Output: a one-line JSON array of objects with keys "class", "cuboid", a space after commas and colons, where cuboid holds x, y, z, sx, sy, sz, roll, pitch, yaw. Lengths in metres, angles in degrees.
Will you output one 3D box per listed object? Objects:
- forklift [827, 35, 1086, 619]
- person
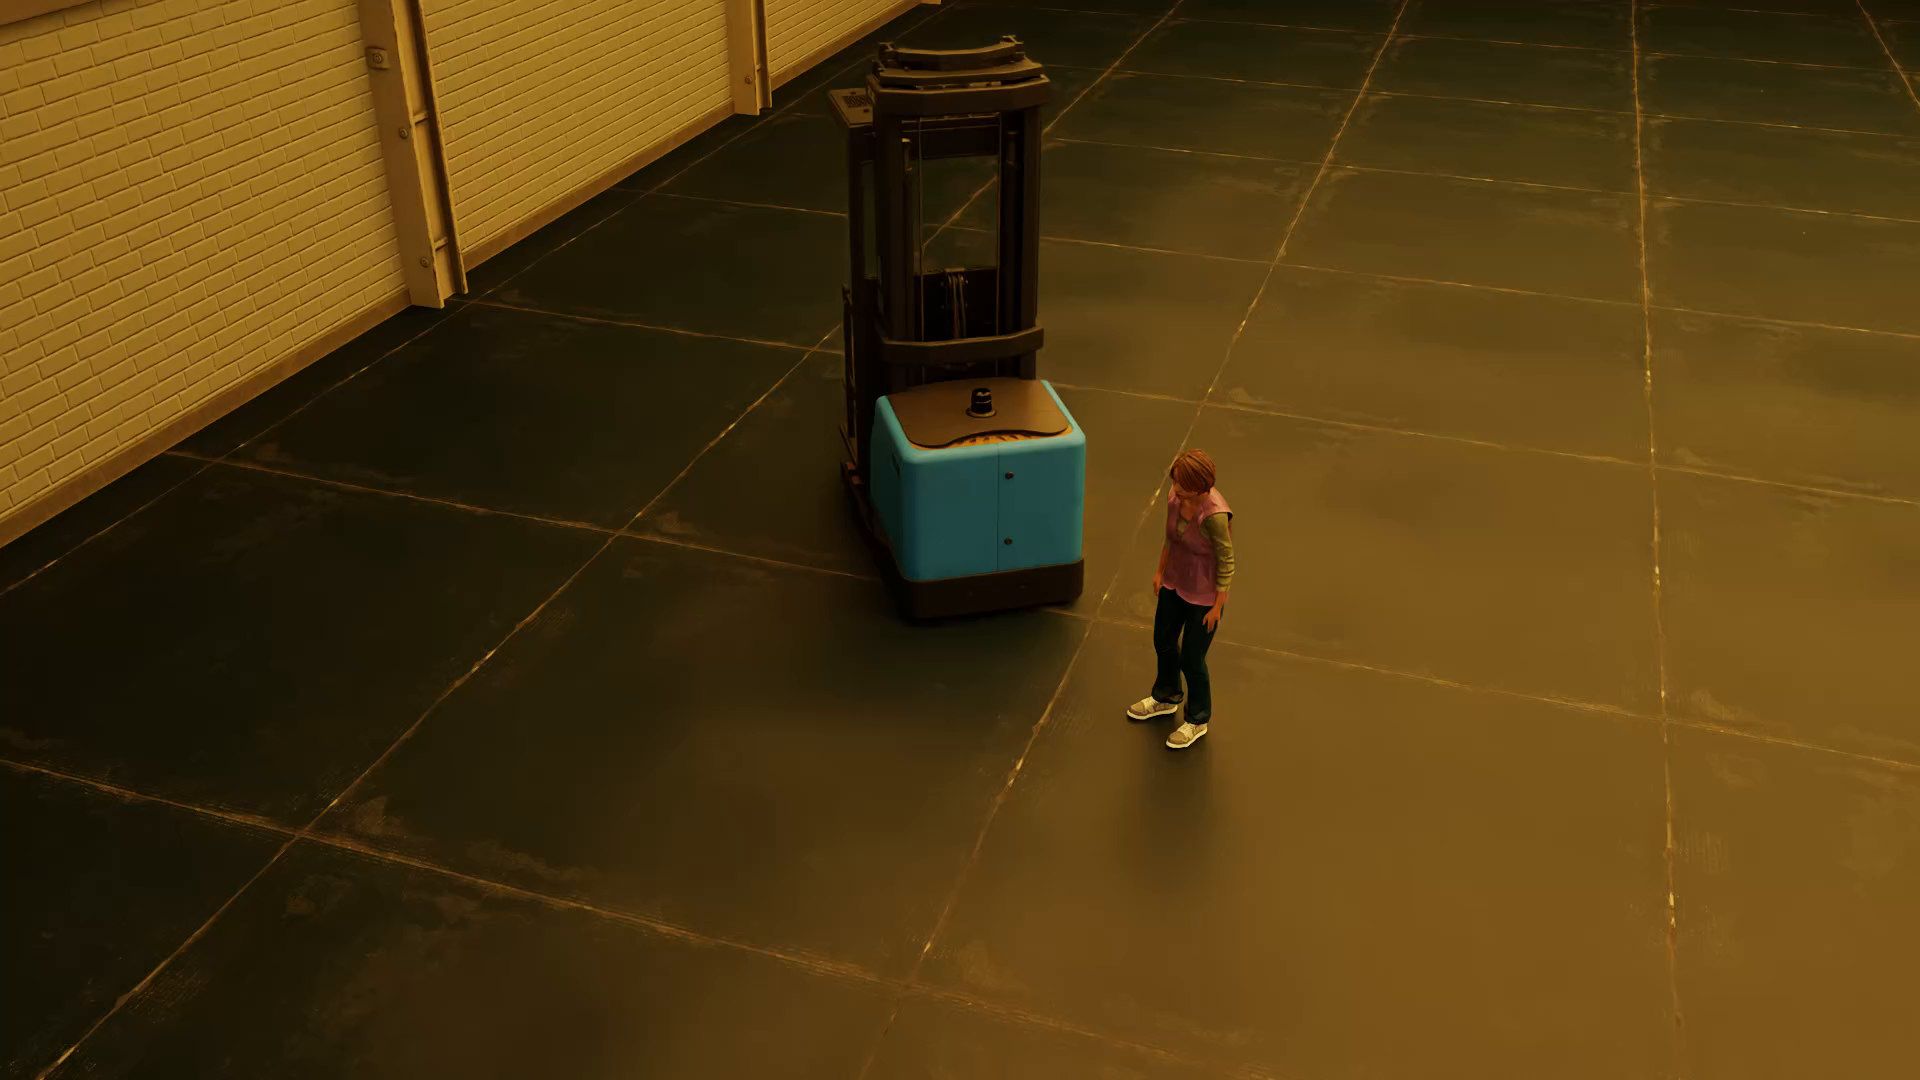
[{"class": "forklift", "cuboid": [-0.145, -1.552, 9.859, 1.130, 2.935, 3.031, -7, 30, -12]}, {"class": "person", "cuboid": [1.108, 0.259, 8.036, 0.347, 1.592, 0.476, -18, 34, -29]}]
